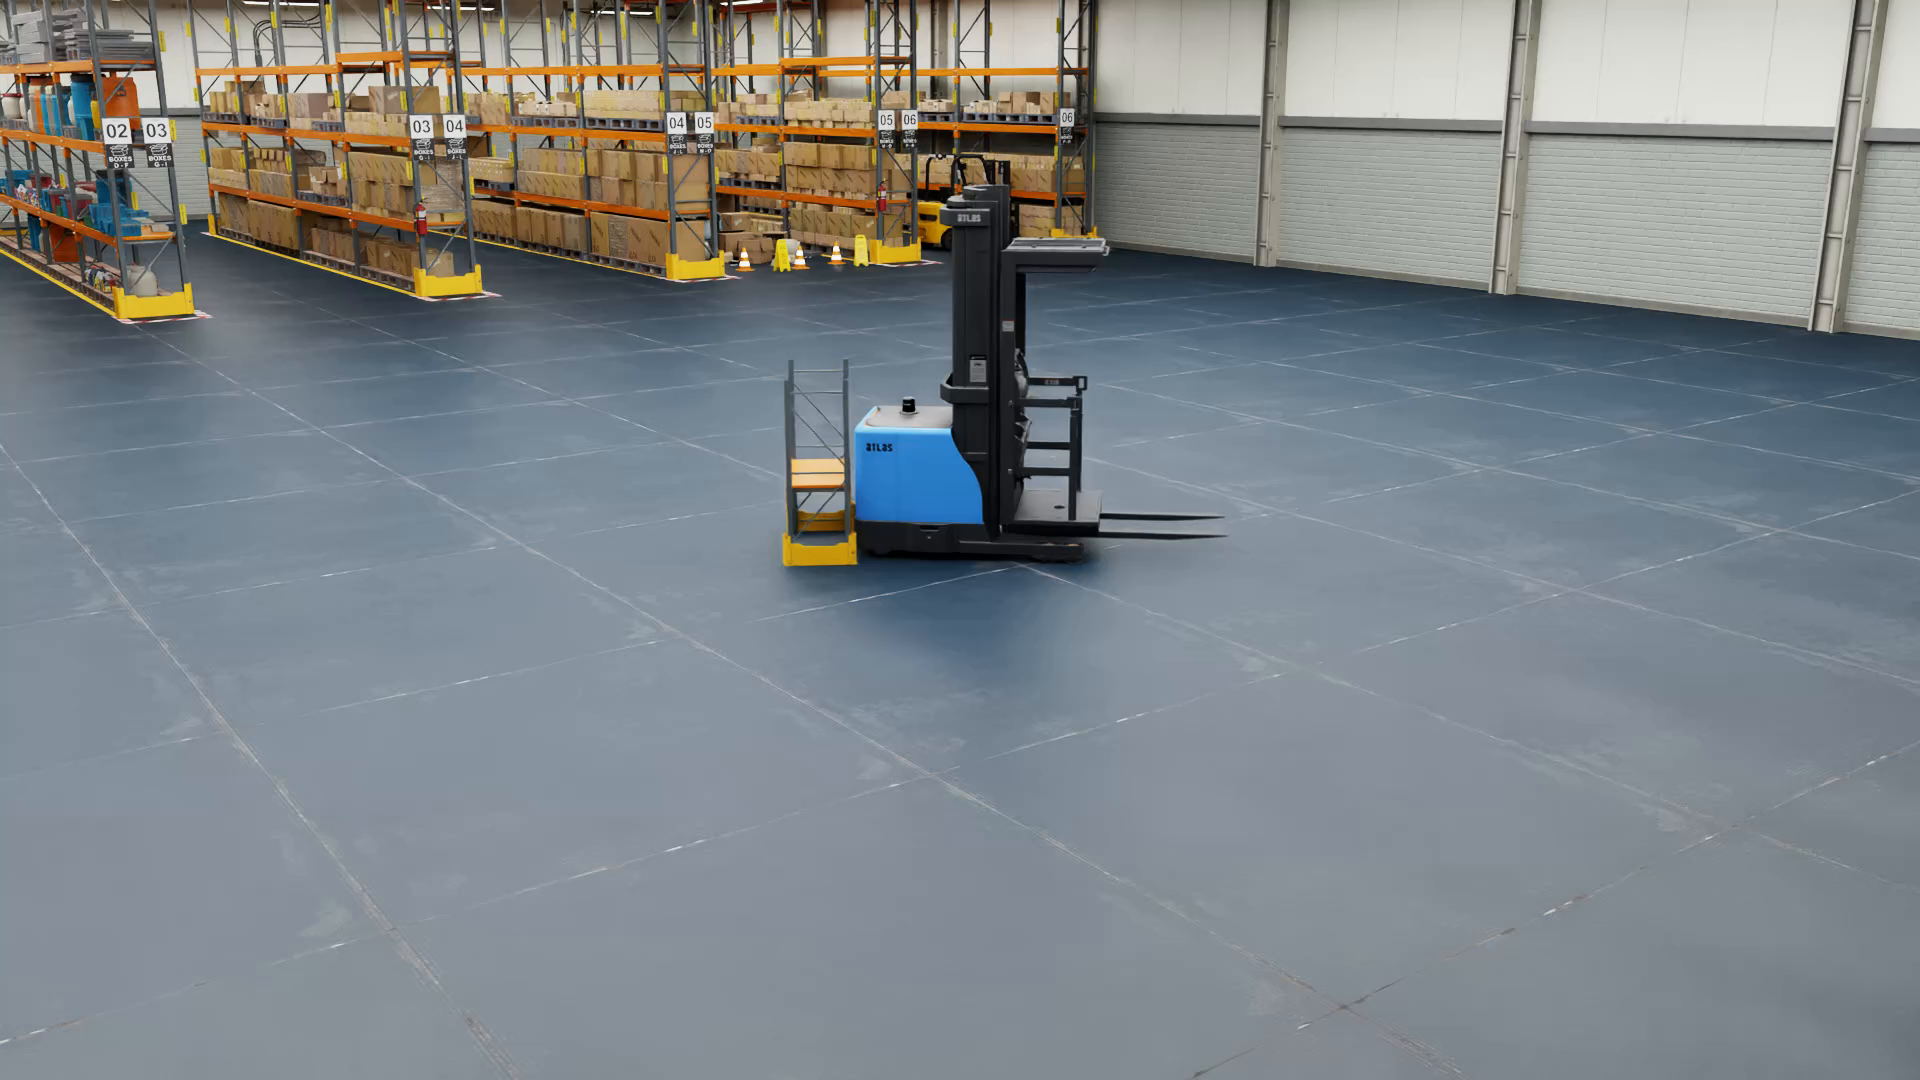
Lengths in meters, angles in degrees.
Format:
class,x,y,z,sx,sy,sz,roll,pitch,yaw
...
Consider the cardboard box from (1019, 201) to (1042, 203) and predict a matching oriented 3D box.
class,x,y,z,sx,sy,sz,roll,pitch,yaw
cardboard box,1.645,-8.097,40.496,0.500,0.250,0.500,-11,19,-36

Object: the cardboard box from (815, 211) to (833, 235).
class,x,y,z,sx,sy,sz,roll,pitch,yaw
cardboard box,-2.956,-7.211,37.732,0.500,0.500,0.500,-10,18,-32

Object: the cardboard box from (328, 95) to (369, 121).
class,x,y,z,sx,sy,sz,roll,pitch,yaw
cardboard box,-12.479,-8.842,34.026,0.797,0.503,0.637,-10,18,-32

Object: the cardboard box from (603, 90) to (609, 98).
class,x,y,z,sx,sy,sz,roll,pitch,yaw
cardboard box,-7.117,-9.187,34.260,0.380,0.149,0.250,-11,19,-34

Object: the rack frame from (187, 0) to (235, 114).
class,x,y,z,sx,sy,sz,roll,pitch,yaw
rack frame,-18.784,-12.282,41.904,1.000,3.000,0.127,-11,19,-35

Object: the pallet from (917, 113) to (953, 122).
class,x,y,z,sx,sy,sz,roll,pitch,yaw
pallet,-0.920,-10.976,43.172,1.003,0.211,1.213,-10,18,-32

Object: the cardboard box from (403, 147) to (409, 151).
class,x,y,z,sx,sy,sz,roll,pitch,yaw
cardboard box,-14.663,-10.674,44.745,0.500,0.500,0.500,-11,19,-35

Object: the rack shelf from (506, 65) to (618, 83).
class,x,y,z,sx,sy,sz,roll,pitch,yaw
rack shelf,-8.833,-10.355,36.984,1.077,0.370,4.000,-11,19,-35

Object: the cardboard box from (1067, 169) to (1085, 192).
class,x,y,z,sx,sy,sz,roll,pitch,yaw
cardboard box,2.586,-8.478,39.182,0.500,0.500,0.500,-10,18,-33

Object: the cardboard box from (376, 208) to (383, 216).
class,x,y,z,sx,sy,sz,roll,pitch,yaw
cardboard box,-10.952,-6.294,31.866,0.380,0.149,0.250,-11,19,-35

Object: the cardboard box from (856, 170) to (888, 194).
class,x,y,z,sx,sy,sz,roll,pitch,yaw
cardboard box,-1.902,-7.775,36.048,0.500,0.500,0.500,-11,19,-36

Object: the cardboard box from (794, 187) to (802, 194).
class,x,y,z,sx,sy,sz,roll,pitch,yaw
cardboard box,-3.596,-8.080,38.392,0.380,0.149,0.250,-10,18,-33

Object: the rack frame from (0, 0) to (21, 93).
class,x,y,z,sx,sy,sz,roll,pitch,yaw
rack frame,-22.790,-11.513,39.095,1.000,3.000,0.127,-11,19,-35

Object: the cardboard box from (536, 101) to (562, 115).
class,x,y,z,sx,sy,sz,roll,pitch,yaw
cardboard box,-9.165,-9.678,37.255,0.500,0.311,0.500,-11,19,-36

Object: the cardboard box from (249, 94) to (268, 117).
class,x,y,z,sx,sy,sz,roll,pitch,yaw
cardboard box,-16.083,-10.109,38.664,0.700,0.500,0.500,-10,18,-33

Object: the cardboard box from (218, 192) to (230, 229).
class,x,y,z,sx,sy,sz,roll,pitch,yaw
cardboard box,-18.343,-8.442,42.467,0.875,0.875,0.875,-11,19,-35

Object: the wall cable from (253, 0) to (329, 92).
class,x,y,z,sx,sy,sz,roll,pitch,yaw
wall cable,-19.321,-15.576,47.845,2.277,5.999,0.120,-11,19,-35

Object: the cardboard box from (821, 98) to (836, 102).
class,x,y,z,sx,sy,sz,roll,pitch,yaw
cardboard box,-3.629,-12.112,45.892,0.380,0.149,0.250,-11,19,-34

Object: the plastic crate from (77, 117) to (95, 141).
class,x,y,z,sx,sy,sz,roll,pitch,yaw
plastic crate,-14.748,-7.003,28.327,0.392,0.384,0.575,-11,19,-35

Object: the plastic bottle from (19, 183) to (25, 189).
class,x,y,z,sx,sy,sz,roll,pitch,yaw
plastic bottle,-20.470,-7.608,36.283,0.144,0.351,0.185,-11,19,-35

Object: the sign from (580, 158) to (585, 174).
class,x,y,z,sx,sy,sz,roll,pitch,yaw
sign,-8.090,-8.008,35.610,0.100,0.325,0.005,-11,19,-35

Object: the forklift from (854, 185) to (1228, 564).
class,x,y,z,sx,sy,sz,roll,pitch,yaw
forklift,0.688,-1.366,13.513,3.031,2.935,1.130,2,15,6

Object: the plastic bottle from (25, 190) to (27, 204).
class,x,y,z,sx,sy,sz,roll,pitch,yaw
plastic bottle,-19.690,-7.248,35.121,0.097,0.271,0.097,0,15,0

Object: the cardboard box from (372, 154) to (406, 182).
class,x,y,z,sx,sy,sz,roll,pitch,yaw
cardboard box,-10.778,-7.046,31.490,0.500,0.500,0.500,-11,19,-35

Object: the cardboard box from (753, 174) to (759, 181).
class,x,y,z,sx,sy,sz,roll,pitch,yaw
cardboard box,-4.712,-8.675,39.770,0.380,0.149,0.250,-11,19,-34

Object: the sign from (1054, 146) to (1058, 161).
class,x,y,z,sx,sy,sz,roll,pitch,yaw
sign,2.205,-8.873,38.170,0.100,0.325,0.005,-11,19,-35

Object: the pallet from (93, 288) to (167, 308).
class,x,y,z,sx,sy,sz,roll,pitch,yaw
pallet,-14.652,-4.302,29.393,1.003,0.211,1.213,-11,19,-35

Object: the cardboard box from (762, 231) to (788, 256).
class,x,y,z,sx,sy,sz,roll,pitch,yaw
cardboard box,-4.183,-6.720,37.676,0.500,0.500,0.500,1,15,4

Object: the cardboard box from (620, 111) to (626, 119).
class,x,y,z,sx,sy,sz,roll,pitch,yaw
cardboard box,-6.671,-8.641,33.773,0.380,0.149,0.250,-11,19,-34

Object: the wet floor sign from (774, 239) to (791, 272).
class,x,y,z,sx,sy,sz,roll,pitch,yaw
wet floor sign,-3.686,-5.886,34.358,0.232,0.644,0.267,14,21,42

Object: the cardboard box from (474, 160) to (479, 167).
class,x,y,z,sx,sy,sz,roll,pitch,yaw
cardboard box,-11.579,-9.162,40.424,0.380,0.149,0.250,-10,18,-33

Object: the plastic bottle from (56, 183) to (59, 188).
class,x,y,z,sx,sy,sz,roll,pitch,yaw
plastic bottle,-19.633,-7.596,36.241,0.144,0.351,0.185,-11,19,-35

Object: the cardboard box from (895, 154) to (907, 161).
class,x,y,z,sx,sy,sz,roll,pitch,yaw
cardboard box,-1.608,-10.075,43.788,0.380,0.149,0.250,-11,19,-34

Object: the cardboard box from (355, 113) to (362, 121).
class,x,y,z,sx,sy,sz,roll,pitch,yaw
cardboard box,-11.432,-8.168,32.083,0.380,0.149,0.250,-11,19,-34

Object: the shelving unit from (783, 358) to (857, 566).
class,x,y,z,sx,sy,sz,roll,pitch,yaw
shelving unit,-1.157,-0.661,13.651,0.587,1.500,1.083,-1,15,-4

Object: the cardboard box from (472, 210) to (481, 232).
class,x,y,z,sx,sy,sz,roll,pitch,yaw
cardboard box,-11.828,-7.968,41.445,0.500,0.500,0.500,-10,18,-32

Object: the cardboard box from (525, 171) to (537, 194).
class,x,y,z,sx,sy,sz,roll,pitch,yaw
cardboard box,-9.662,-8.231,38.277,0.500,0.500,0.500,-11,19,-35

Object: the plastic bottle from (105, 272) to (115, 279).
class,x,y,z,sx,sy,sz,roll,pitch,yaw
plastic bottle,-15.130,-4.616,29.586,0.152,0.276,0.135,-11,19,-35

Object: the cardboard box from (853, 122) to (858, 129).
class,x,y,z,sx,sy,sz,roll,pitch,yaw
cardboard box,-2.098,-8.978,35.992,0.380,0.149,0.250,-10,18,-33

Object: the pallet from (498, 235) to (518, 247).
class,x,y,z,sx,sy,sz,roll,pitch,yaw
pallet,-10.467,-7.250,40.167,1.003,0.211,1.213,-11,19,-35

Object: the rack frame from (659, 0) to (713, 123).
class,x,y,z,sx,sy,sz,roll,pitch,yaw
rack frame,-5.305,-9.614,32.155,1.000,3.000,0.127,-11,19,-35

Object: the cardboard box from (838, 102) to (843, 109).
class,x,y,z,sx,sy,sz,roll,pitch,yaw
cardboard box,-2.462,-9.535,36.514,0.380,0.149,0.250,-12,19,-36

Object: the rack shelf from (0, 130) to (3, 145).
class,x,y,z,sx,sy,sz,roll,pitch,yaw
rack shelf,-21.614,-9.292,38.026,1.077,0.370,4.000,-11,19,-35

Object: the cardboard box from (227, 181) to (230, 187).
class,x,y,z,sx,sy,sz,roll,pitch,yaw
cardboard box,-17.781,-8.756,40.862,0.380,0.149,0.250,-10,18,-34

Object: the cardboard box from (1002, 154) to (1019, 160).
class,x,y,z,sx,sy,sz,roll,pitch,yaw
cardboard box,1.230,-9.213,40.072,0.380,0.149,0.250,-11,19,-34

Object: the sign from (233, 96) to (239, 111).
class,x,y,z,sx,sy,sz,roll,pitch,yaw
sign,-16.880,-10.182,38.784,0.100,0.325,0.005,-11,19,-35

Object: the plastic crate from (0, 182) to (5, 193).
class,x,y,z,sx,sy,sz,roll,pitch,yaw
plastic crate,-21.961,-8.119,38.260,0.416,0.233,0.300,-11,19,-35

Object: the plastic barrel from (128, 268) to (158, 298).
class,x,y,z,sx,sy,sz,roll,pitch,yaw
plastic barrel,-13.832,-4.334,28.147,0.421,0.512,0.421,0,15,0

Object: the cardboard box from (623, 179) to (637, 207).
class,x,y,z,sx,sy,sz,roll,pitch,yaw
cardboard box,-6.474,-7.224,34.506,0.875,0.550,0.500,-11,19,-35

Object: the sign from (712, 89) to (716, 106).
class,x,y,z,sx,sy,sz,roll,pitch,yaw
sign,-4.853,-8.711,32.735,0.100,0.325,0.005,-11,19,-35

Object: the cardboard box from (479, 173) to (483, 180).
class,x,y,z,sx,sy,sz,roll,pitch,yaw
cardboard box,-11.421,-8.818,40.294,0.380,0.149,0.250,-10,18,-33

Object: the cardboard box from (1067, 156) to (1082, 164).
class,x,y,z,sx,sy,sz,roll,pitch,yaw
cardboard box,2.628,-8.891,38.896,0.380,0.149,0.250,-11,19,-36

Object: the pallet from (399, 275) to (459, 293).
class,x,y,z,sx,sy,sz,roll,pitch,yaw
pallet,-9.870,-4.822,31.294,1.003,0.211,1.213,-11,19,-35

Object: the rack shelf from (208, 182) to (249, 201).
class,x,y,z,sx,sy,sz,roll,pitch,yaw
rack shelf,-17.608,-8.614,41.230,1.077,0.370,4.000,-11,19,-35

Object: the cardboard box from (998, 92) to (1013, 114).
class,x,y,z,sx,sy,sz,roll,pitch,yaw
cardboard box,1.361,-10.450,39.714,0.797,0.503,0.637,-10,18,-33
